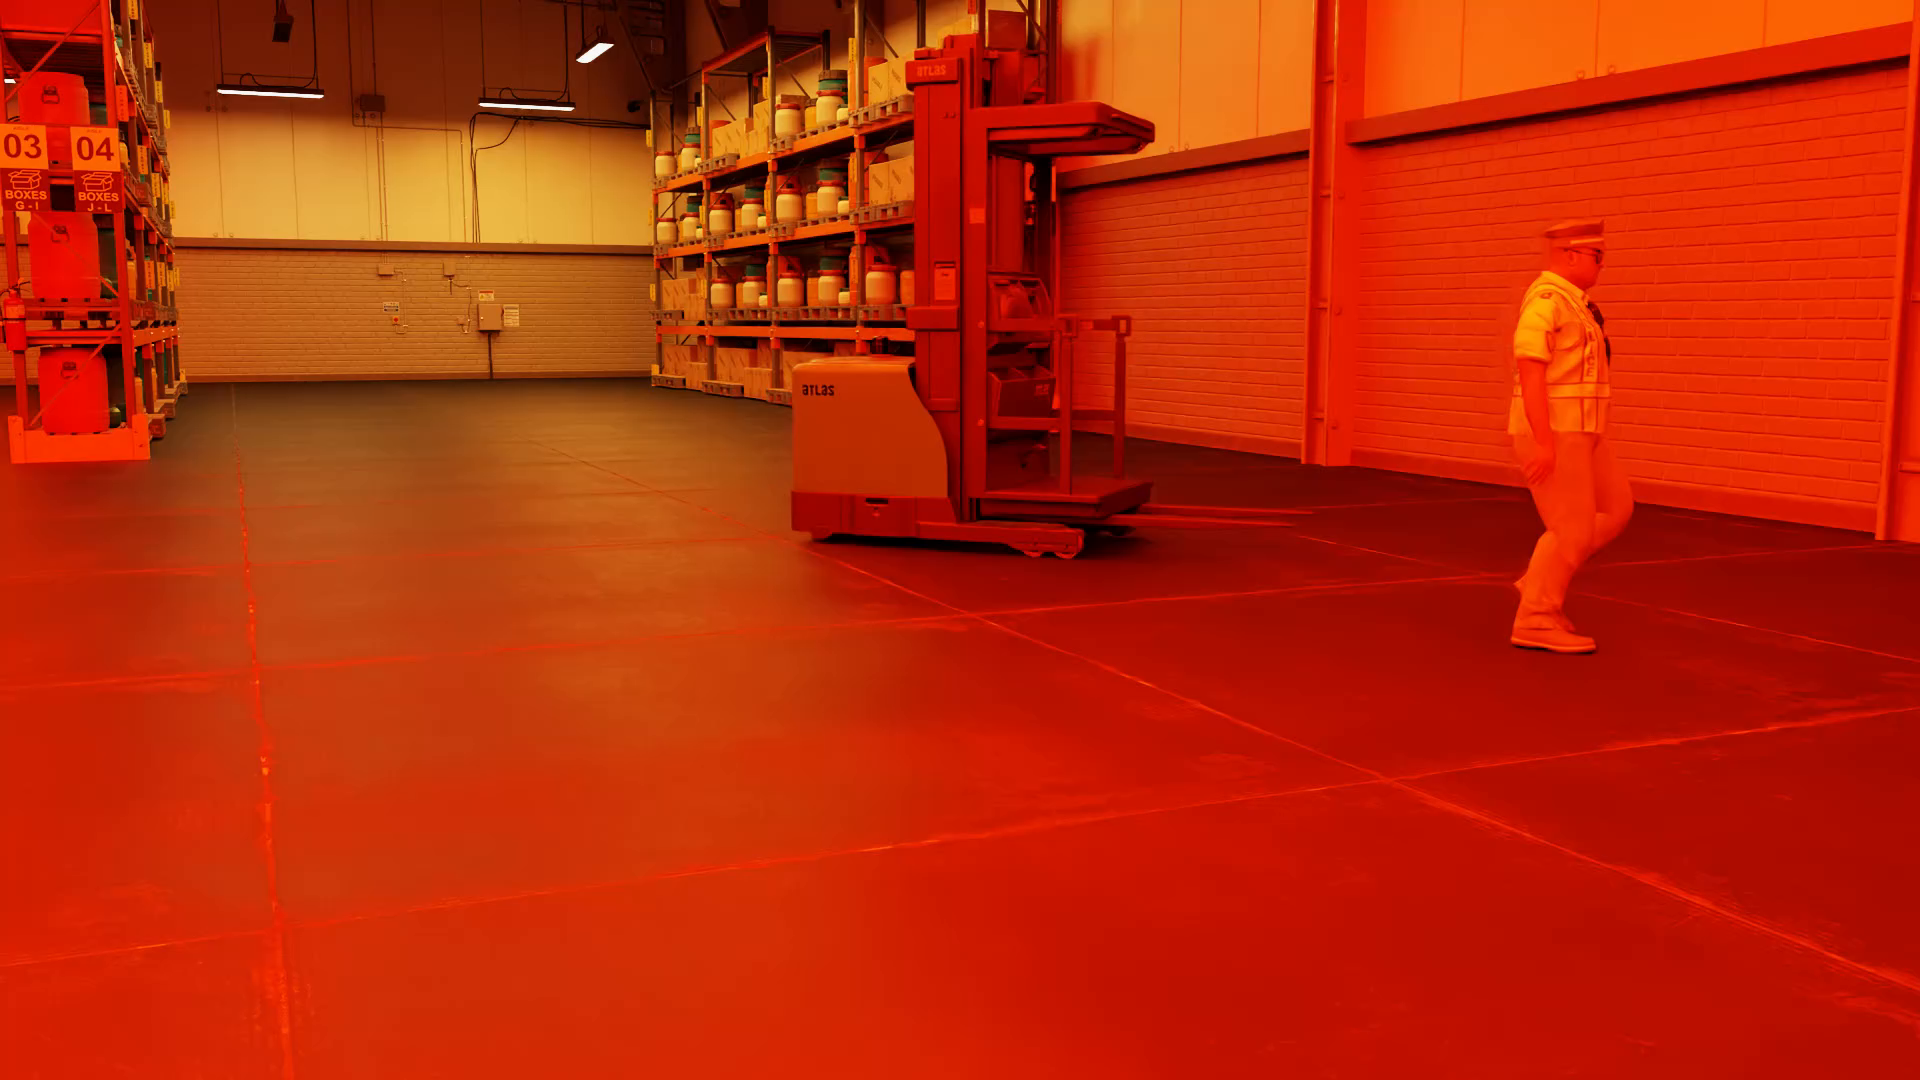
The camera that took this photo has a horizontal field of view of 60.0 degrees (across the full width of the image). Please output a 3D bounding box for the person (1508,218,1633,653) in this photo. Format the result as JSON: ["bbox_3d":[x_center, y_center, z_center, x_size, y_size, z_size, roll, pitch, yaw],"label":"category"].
[{"bbox_3d":[2.480,-0.422,6.737,0.485,1.734,0.682,3,8,23],"label":"person"}]

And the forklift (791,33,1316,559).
[{"bbox_3d":[0.543,-1.426,9.756,3.031,2.935,1.130,3,8,23],"label":"forklift"}]
